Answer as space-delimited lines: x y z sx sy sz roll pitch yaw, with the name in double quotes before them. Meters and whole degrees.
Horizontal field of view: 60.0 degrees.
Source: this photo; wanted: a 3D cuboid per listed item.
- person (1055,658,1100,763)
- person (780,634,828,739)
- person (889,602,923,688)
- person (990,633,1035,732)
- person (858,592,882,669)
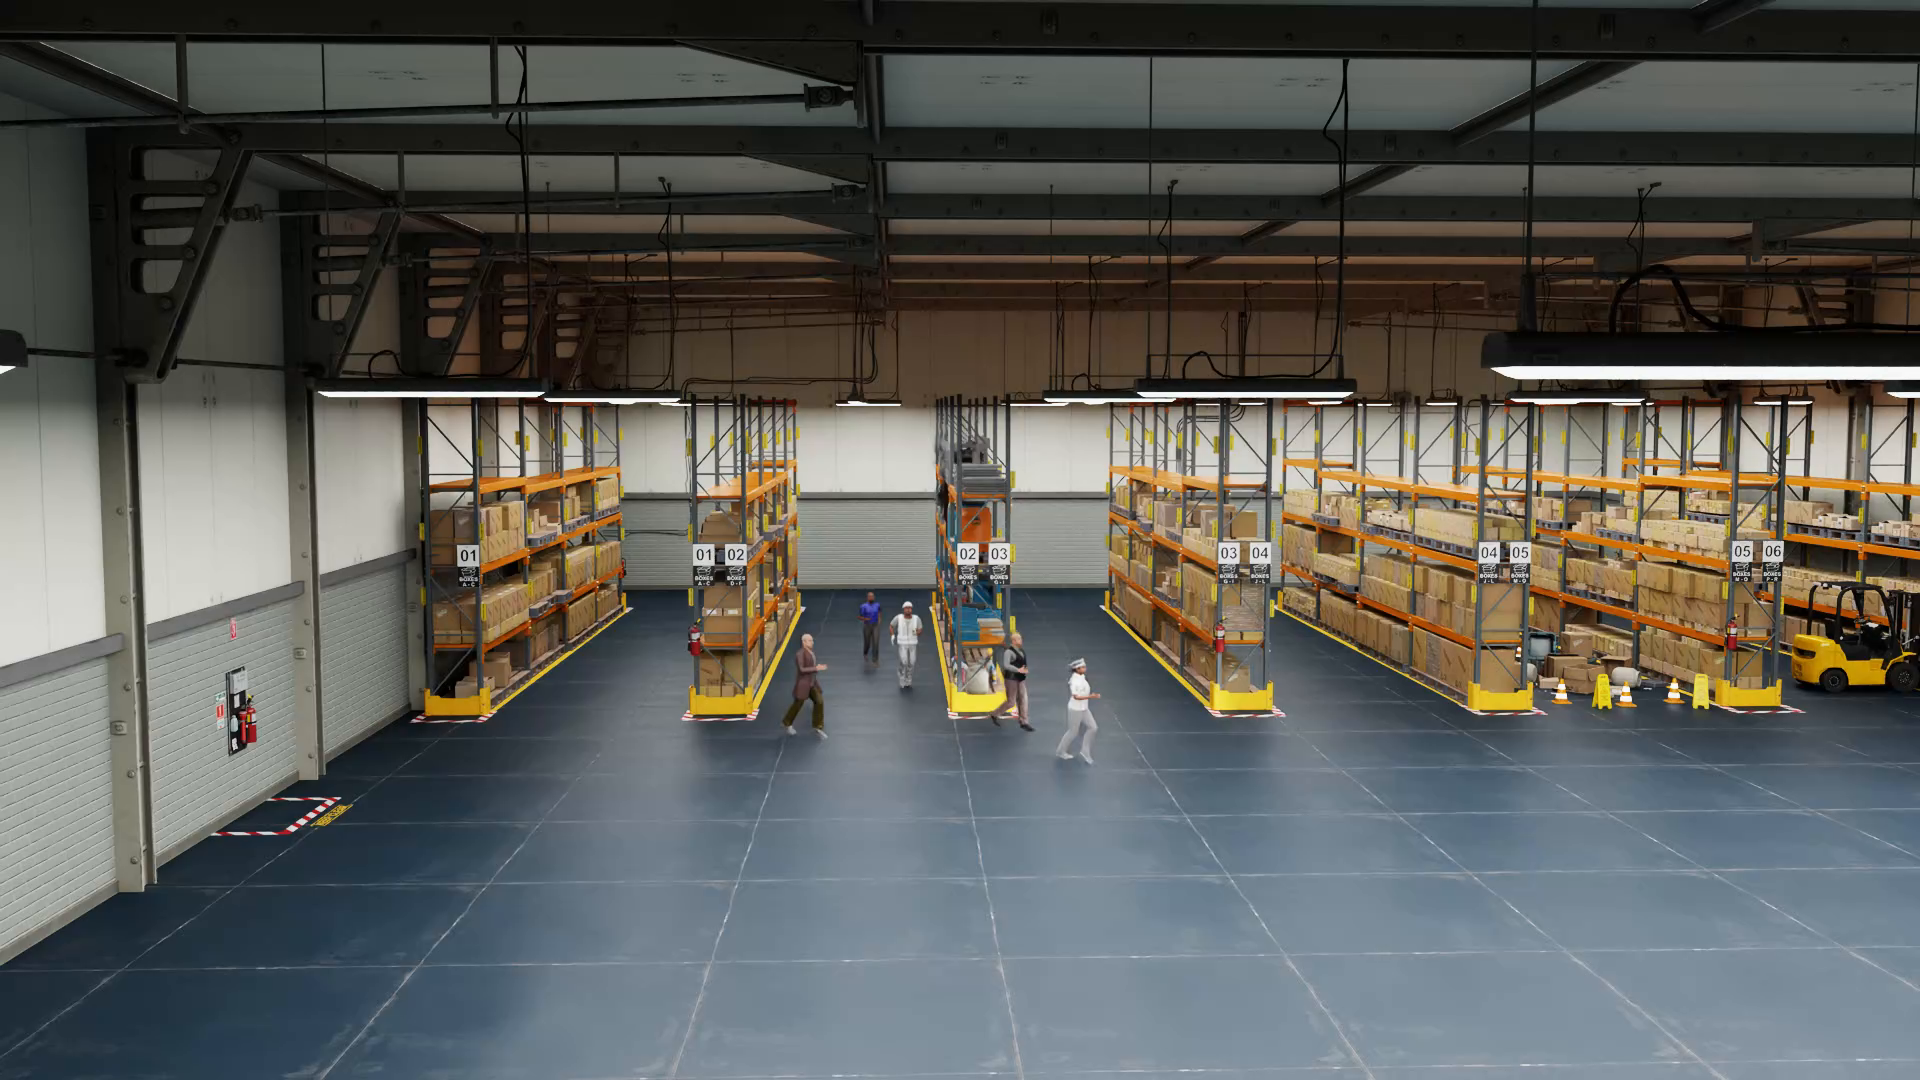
"person" 1.915 2.773 26.911 0.746 1.751 0.554 2 5 21
"person" -2.710 2.547 28.960 0.951 1.839 0.674 2 5 28
"person" -1.078 2.149 34.113 0.660 1.768 0.682 -1 5 -12
"person" 0.961 2.526 29.698 0.849 1.740 0.680 3 5 32
"person" -1.979 1.975 36.945 0.579 1.657 0.923 -1 5 -15
